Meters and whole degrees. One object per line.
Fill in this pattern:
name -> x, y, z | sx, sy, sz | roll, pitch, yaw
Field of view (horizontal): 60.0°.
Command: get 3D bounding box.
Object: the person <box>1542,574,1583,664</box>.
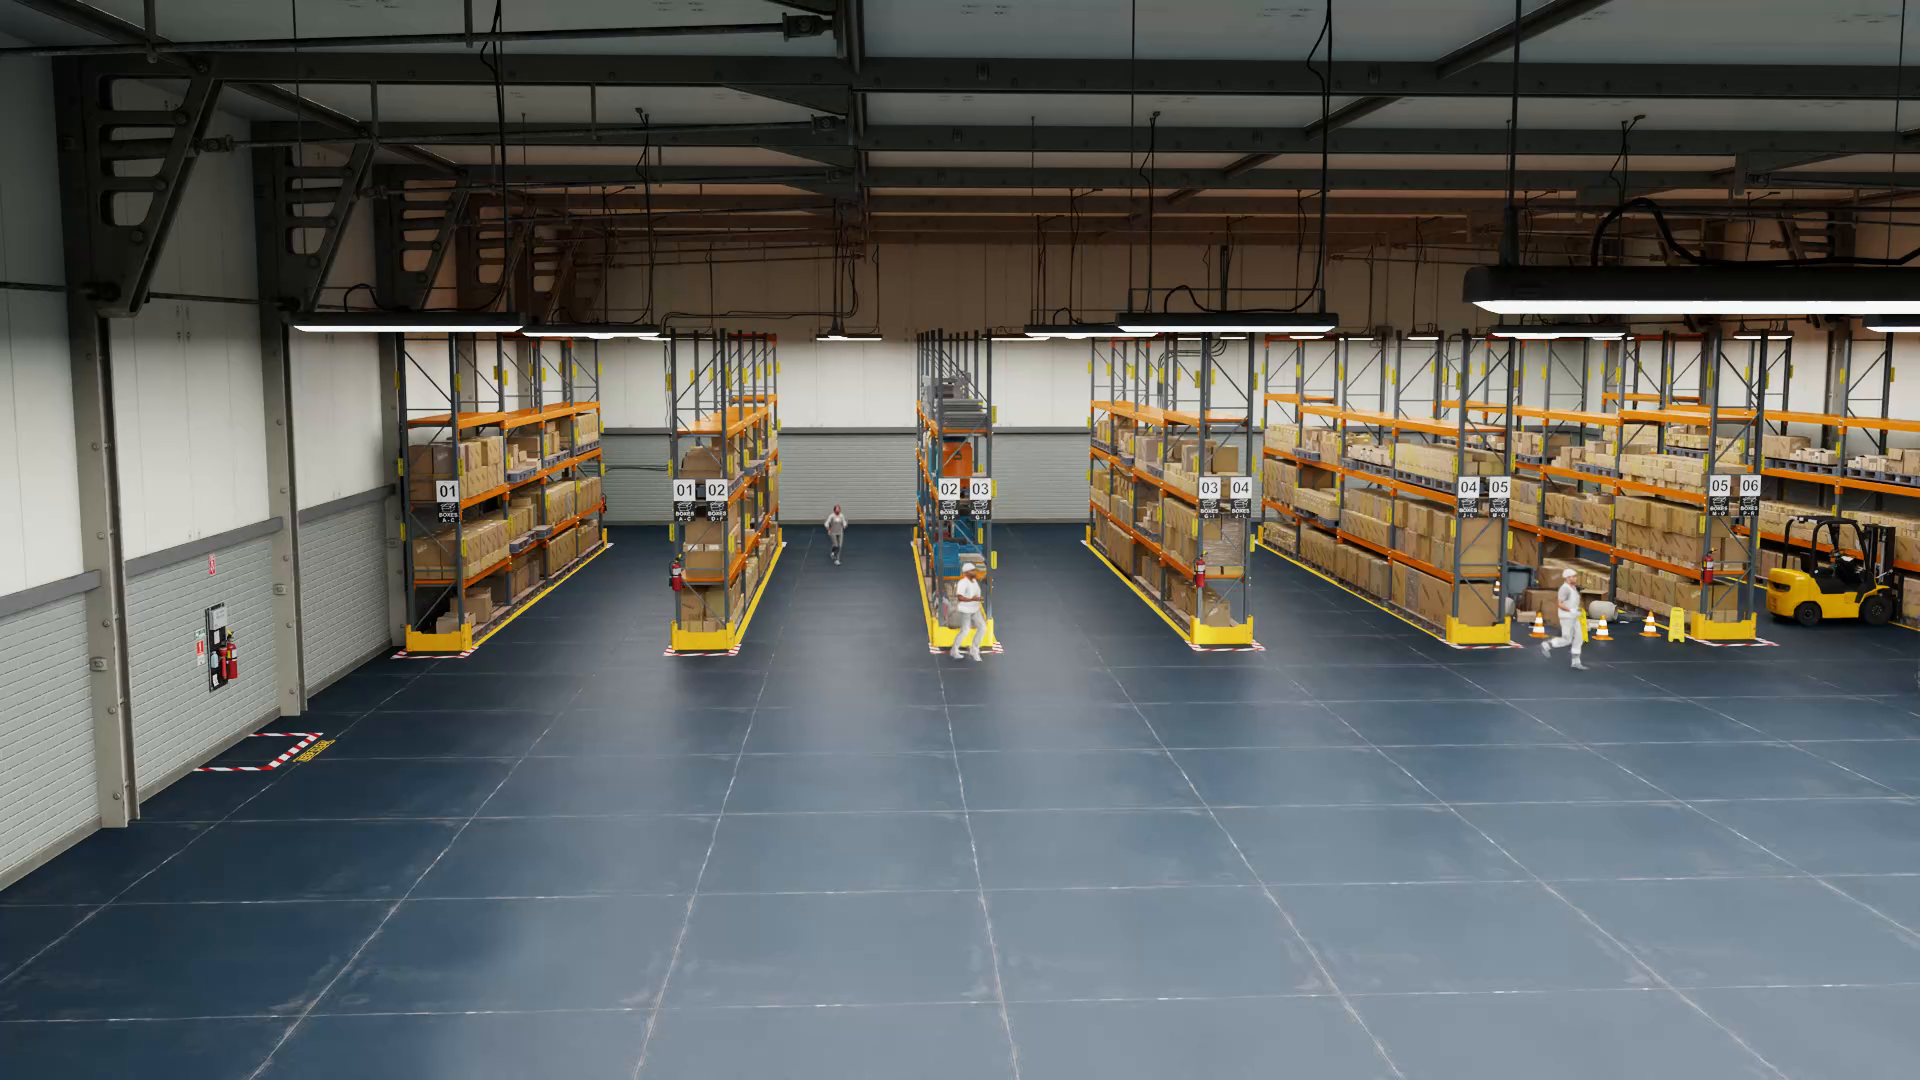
person -> 10.706, 1.375, 29.486 | 0.680, 1.663, 0.670 | 5, 9, 39

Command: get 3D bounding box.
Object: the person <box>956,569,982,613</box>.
person -> 0.195, 0.877, 30.008 | 0.643, 0.853, 0.695 | 5, 8, 34

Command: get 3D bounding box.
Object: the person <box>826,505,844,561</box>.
person -> -3.214, -0.167, 43.177 | 0.488, 1.486, 0.505 | -2, 7, -20
